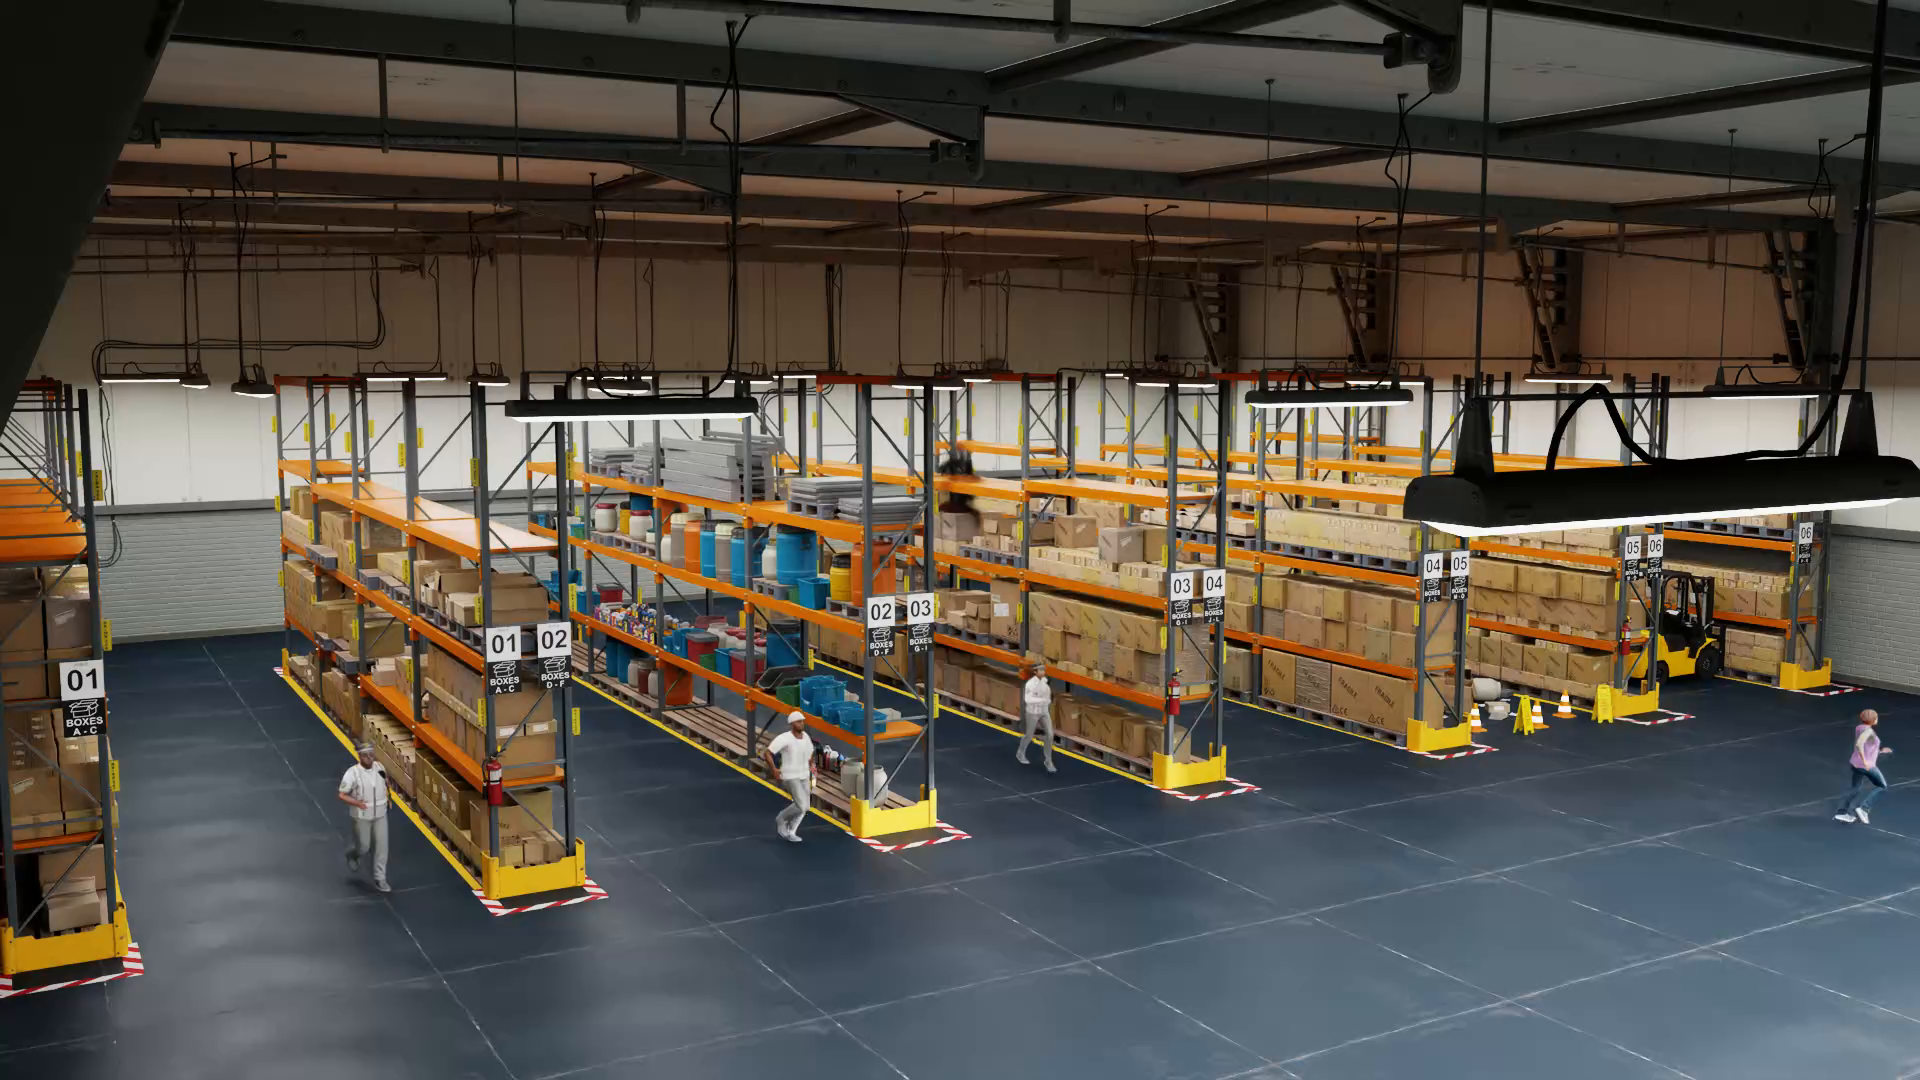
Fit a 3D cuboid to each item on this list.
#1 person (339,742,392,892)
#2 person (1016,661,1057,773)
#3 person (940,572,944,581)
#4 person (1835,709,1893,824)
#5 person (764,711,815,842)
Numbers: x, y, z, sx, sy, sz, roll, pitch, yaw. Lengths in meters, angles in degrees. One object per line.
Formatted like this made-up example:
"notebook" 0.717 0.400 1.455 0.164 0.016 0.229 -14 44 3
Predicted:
"person" -7.071 3.271 19.890 0.665 1.754 0.945 -6 8 -42
"person" 1.184 2.694 25.583 0.557 1.737 0.816 -4 8 -35
"person" -0.709 0.940 41.794 0.591 1.670 0.661 -4 7 -30
"person" 12.281 3.072 22.547 0.731 1.578 0.500 0 6 2
"person" -2.137 3.095 21.766 0.558 1.708 0.699 4 8 35
